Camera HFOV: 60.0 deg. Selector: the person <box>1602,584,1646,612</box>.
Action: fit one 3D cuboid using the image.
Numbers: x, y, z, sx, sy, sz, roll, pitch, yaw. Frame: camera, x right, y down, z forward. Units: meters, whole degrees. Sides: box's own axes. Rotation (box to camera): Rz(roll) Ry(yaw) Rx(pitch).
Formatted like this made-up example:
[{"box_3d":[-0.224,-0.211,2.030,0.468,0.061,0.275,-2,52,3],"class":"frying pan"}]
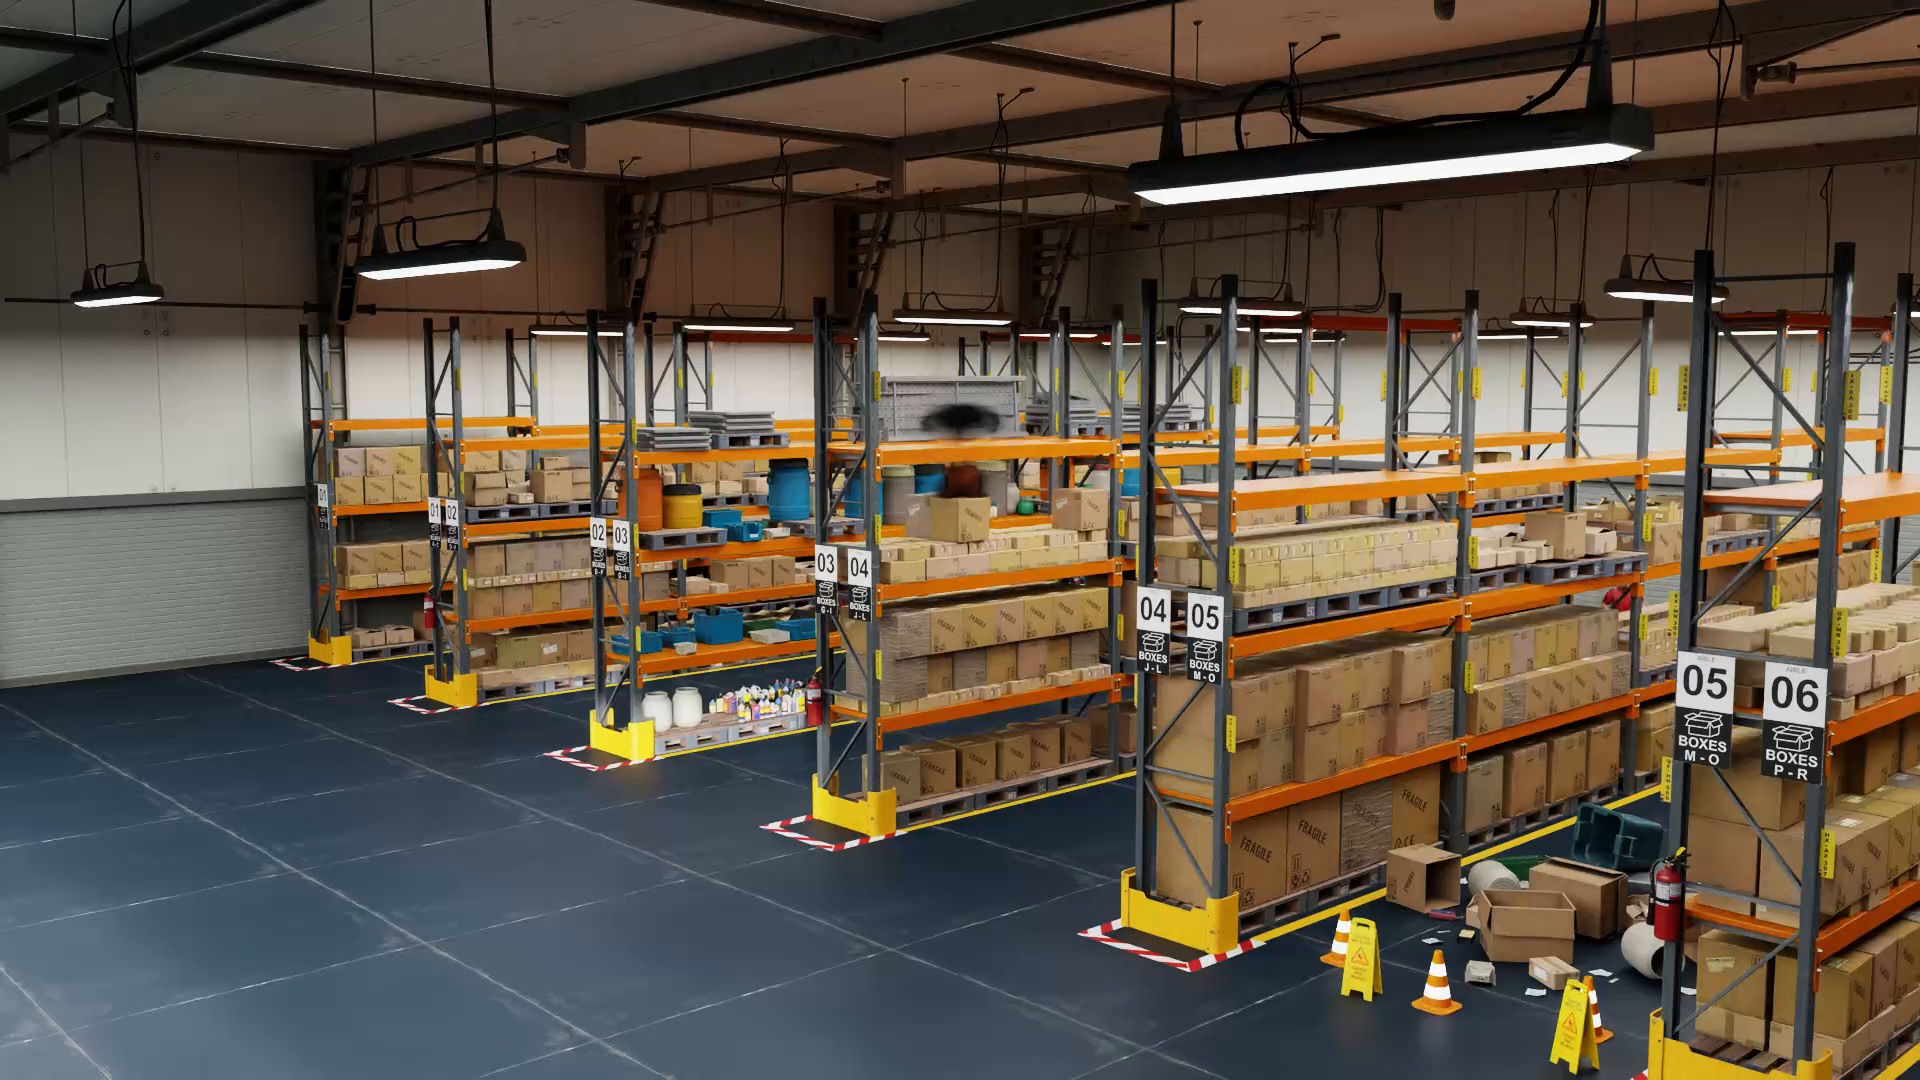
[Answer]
[{"box_3d":[11.526,1.428,28.874,0.711,1.662,0.550,1,6,12],"class":"person"}]
